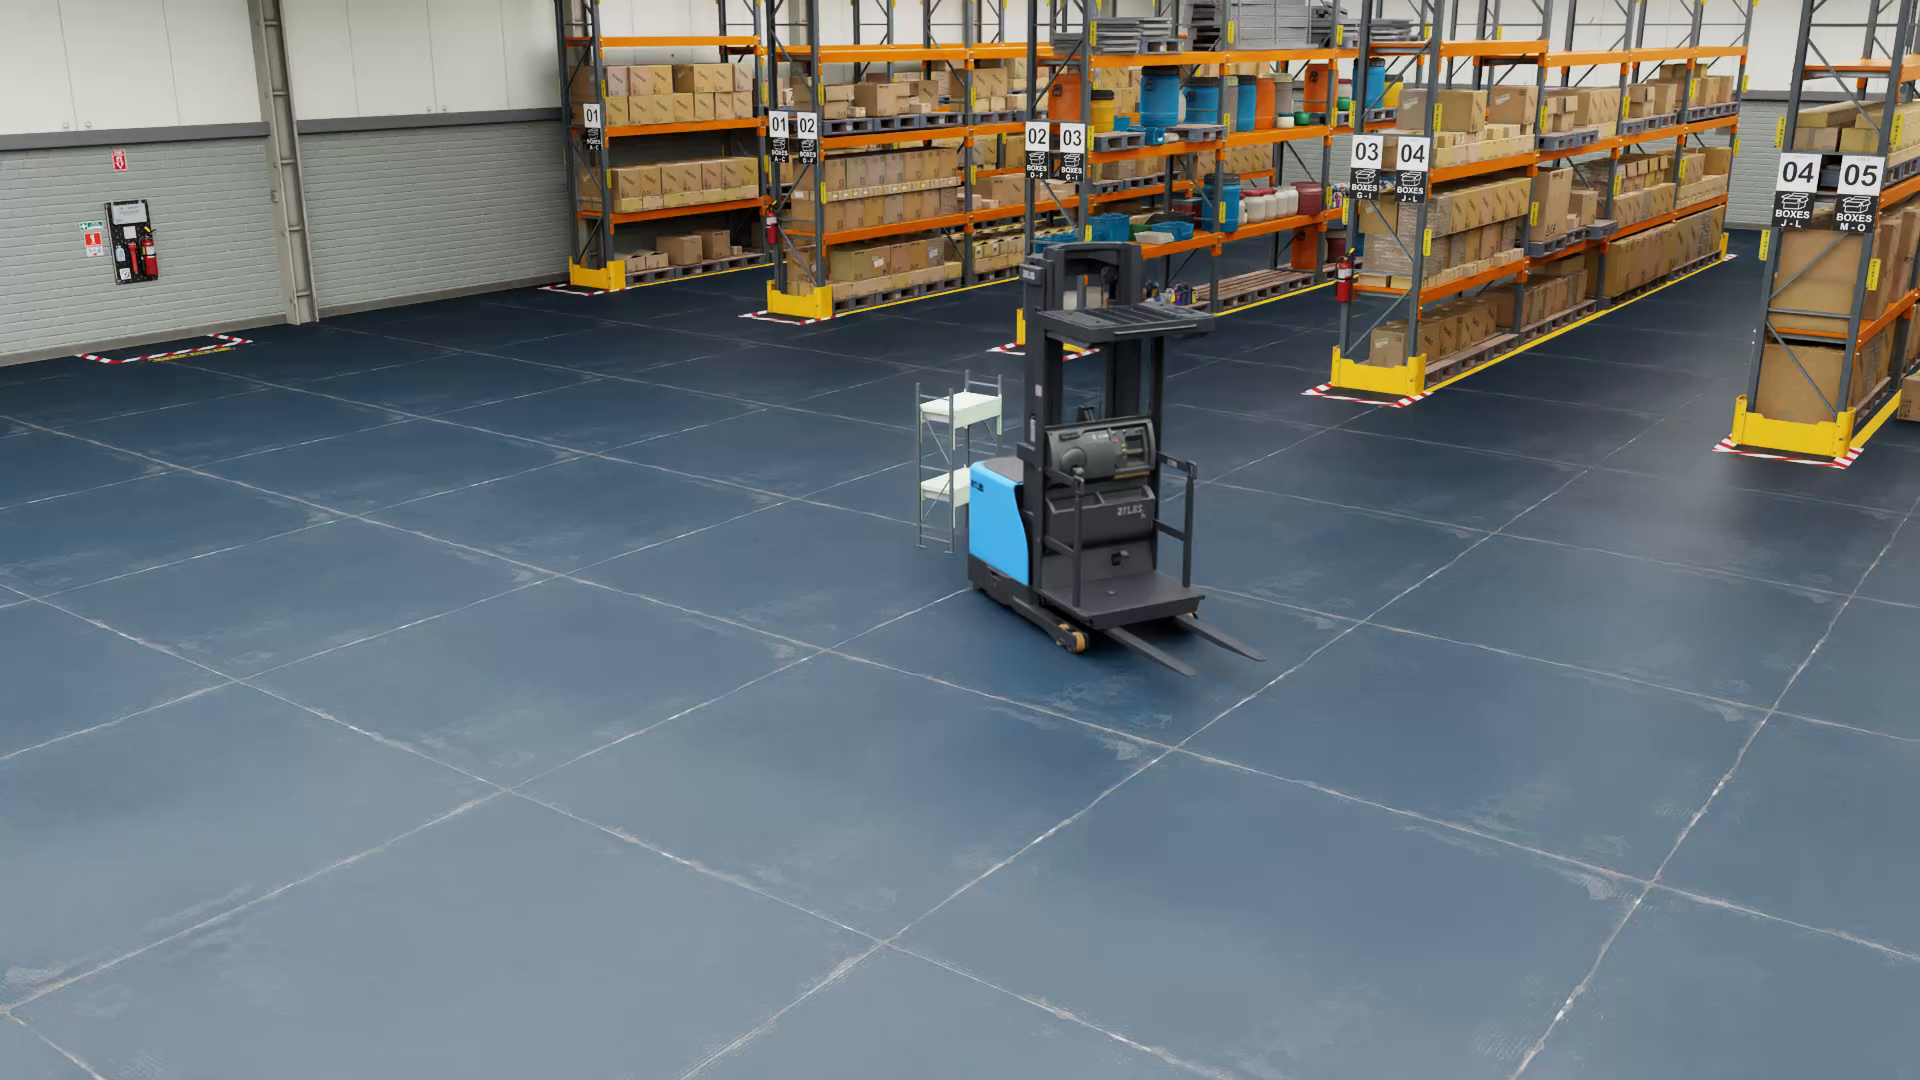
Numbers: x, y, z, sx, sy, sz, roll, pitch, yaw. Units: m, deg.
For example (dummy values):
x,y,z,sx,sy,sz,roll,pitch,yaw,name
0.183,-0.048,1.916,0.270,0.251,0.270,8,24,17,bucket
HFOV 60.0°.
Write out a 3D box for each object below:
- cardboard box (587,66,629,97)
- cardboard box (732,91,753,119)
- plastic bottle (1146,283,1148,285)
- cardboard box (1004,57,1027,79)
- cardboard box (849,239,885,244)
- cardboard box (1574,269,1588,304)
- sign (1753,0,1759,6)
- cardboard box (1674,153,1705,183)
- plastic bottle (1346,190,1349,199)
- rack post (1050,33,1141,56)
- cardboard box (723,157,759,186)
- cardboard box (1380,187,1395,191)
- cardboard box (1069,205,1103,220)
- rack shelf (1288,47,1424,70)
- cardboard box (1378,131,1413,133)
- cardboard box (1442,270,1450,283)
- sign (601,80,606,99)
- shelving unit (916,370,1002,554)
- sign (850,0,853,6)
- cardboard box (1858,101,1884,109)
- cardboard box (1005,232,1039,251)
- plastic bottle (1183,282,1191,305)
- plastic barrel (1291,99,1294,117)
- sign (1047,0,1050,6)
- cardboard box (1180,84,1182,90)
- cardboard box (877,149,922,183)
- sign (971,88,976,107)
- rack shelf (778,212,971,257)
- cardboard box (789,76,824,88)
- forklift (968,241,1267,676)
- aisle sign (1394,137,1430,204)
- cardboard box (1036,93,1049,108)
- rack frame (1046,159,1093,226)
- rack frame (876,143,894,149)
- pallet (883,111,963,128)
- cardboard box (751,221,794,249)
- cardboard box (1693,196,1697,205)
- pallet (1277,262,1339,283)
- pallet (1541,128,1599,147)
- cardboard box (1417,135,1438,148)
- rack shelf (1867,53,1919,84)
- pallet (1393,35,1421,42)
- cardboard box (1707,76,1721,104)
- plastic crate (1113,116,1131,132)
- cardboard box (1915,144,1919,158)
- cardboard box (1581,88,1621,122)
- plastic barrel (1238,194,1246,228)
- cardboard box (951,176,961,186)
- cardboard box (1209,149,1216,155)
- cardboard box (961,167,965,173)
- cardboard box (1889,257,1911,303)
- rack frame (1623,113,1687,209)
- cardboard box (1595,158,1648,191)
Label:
x,y,z,sx,sy,sz,roll,pitch,yaw,name
-6.155,-8.017,29.063,0.500,0.500,0.500,11,20,31,cardboard box
-4.300,-8.279,31.592,0.500,0.500,0.500,13,22,36,cardboard box
3.048,-4.032,27.027,0.152,0.276,0.135,13,22,37,plastic bottle
1.221,-10.947,38.497,0.500,0.500,0.500,12,21,34,cardboard box
-1.635,-4.912,28.674,0.500,0.500,0.500,12,21,35,cardboard box
9.738,-4.134,26.977,0.700,0.500,0.500,11,20,32,cardboard box
15.315,-10.436,31.973,0.100,0.325,0.005,12,21,35,sign
13.601,-6.971,31.128,0.500,0.500,0.500,12,21,33,cardboard box
7.191,-6.335,30.789,0.061,0.283,0.133,12,21,35,plastic bottle
1.930,-7.034,23.571,0.937,0.300,0.954,15,23,40,rack post
-4.229,-7.083,31.954,0.500,0.500,0.500,12,21,35,cardboard box
5.777,-4.337,21.803,0.500,0.500,0.500,12,21,35,cardboard box
2.567,-6.685,33.927,0.500,0.250,0.500,13,22,37,cardboard box
7.335,-8.963,30.825,1.077,0.370,4.000,12,21,35,rack shelf
5.594,-5.174,21.375,0.380,0.149,0.250,11,21,32,cardboard box
6.174,-3.457,21.749,0.380,0.149,0.250,12,21,35,cardboard box
-6.144,-7.755,28.634,0.100,0.325,0.005,12,21,35,sign
-0.004,-0.715,15.022,0.431,1.500,0.755,12,21,35,shelving unit
-2.261,-11.390,34.914,0.100,0.325,0.005,12,21,35,sign
11.171,-5.342,20.540,0.380,0.149,0.250,13,21,35,cardboard box
1.146,-5.655,31.386,0.500,0.311,0.500,13,22,36,cardboard box
3.608,-3.944,26.617,0.144,0.351,0.185,12,21,33,plastic bottle
5.712,-7.622,29.490,0.421,0.512,0.421,0,17,0,plastic barrel
1.726,-10.475,32.098,0.100,0.325,0.005,12,21,35,sign
5.040,-9.656,35.639,0.500,0.250,0.500,12,21,35,cardboard box
-1.074,-6.400,28.446,0.700,0.500,0.500,12,21,35,cardboard box
0.231,-7.699,28.921,0.100,0.325,0.005,12,21,35,sign
-1.407,-5.259,28.341,1.077,0.370,4.000,12,21,35,rack shelf
-3.071,-9.044,33.382,0.500,0.500,0.500,12,21,33,cardboard box
1.186,-0.695,12.546,1.130,2.935,3.031,-9,19,-26,forklift
5.559,-4.549,20.457,0.394,0.787,0.004,12,21,35,aisle sign
1.645,-8.347,31.559,0.500,0.250,0.500,13,22,36,cardboard box
2.168,-7.032,32.837,1.000,3.000,0.127,12,21,35,rack frame
-1.813,-7.906,35.653,1.000,3.000,0.127,12,21,35,rack frame
-0.703,-7.262,28.668,1.003,0.211,1.213,12,21,35,pallet
-3.771,-6.148,33.464,0.700,0.500,0.500,13,22,37,cardboard box
13.569,-6.374,31.142,0.380,0.149,0.250,12,21,34,cardboard box
6.580,-5.019,31.057,1.003,0.211,1.213,12,21,35,pallet
8.807,-6.047,24.922,1.213,0.211,1.003,12,21,35,pallet
5.704,-4.951,20.659,0.380,0.149,0.250,12,21,34,cardboard box
12.853,-6.234,22.039,1.077,0.370,4.000,12,21,35,rack shelf
8.059,-9.490,31.629,1.003,0.211,1.213,12,21,35,pallet
14.189,-8.669,32.003,0.700,0.500,0.500,12,21,33,cardboard box
2.271,-6.183,25.071,0.392,0.384,0.575,12,21,35,plastic crate
10.792,-4.481,19.112,0.380,0.149,0.250,12,21,35,cardboard box
10.038,-6.842,26.155,0.500,0.500,0.500,13,22,36,cardboard box
4.506,-5.457,27.536,0.433,0.535,0.433,0,17,0,plastic barrel
-0.206,-6.334,29.327,0.380,0.149,0.250,12,21,35,cardboard box
5.365,-8.695,36.339,0.500,0.500,0.500,12,21,33,cardboard box
-0.035,-8.380,37.569,0.380,0.149,0.250,12,21,35,cardboard box
11.141,-3.274,20.482,0.875,0.550,0.550,12,21,35,cardboard box
12.505,-6.233,30.265,1.000,3.000,0.127,12,21,35,rack frame
11.355,-6.294,28.601,0.797,0.503,0.637,13,22,36,cardboard box
